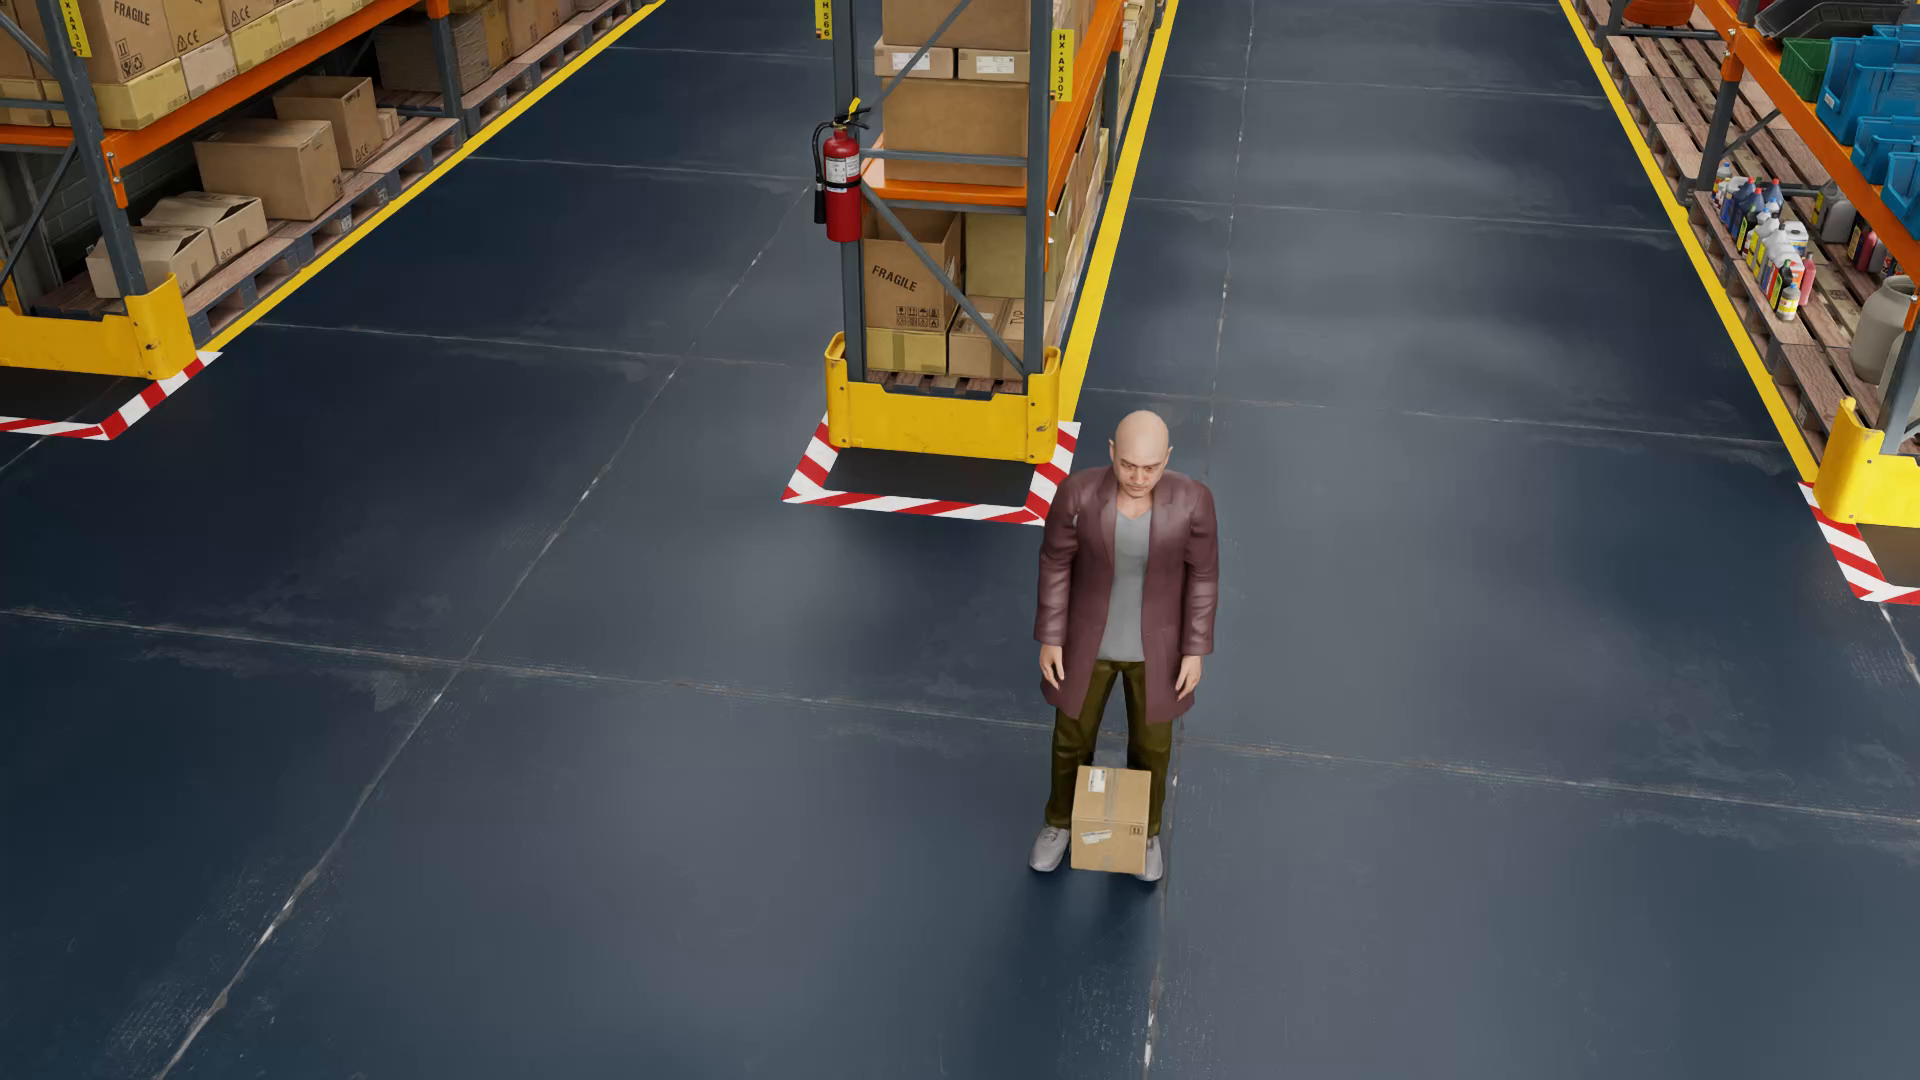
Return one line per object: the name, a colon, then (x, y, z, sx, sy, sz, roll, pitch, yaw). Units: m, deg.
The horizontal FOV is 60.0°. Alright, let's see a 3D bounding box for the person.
person: (0.548, 0.353, 5.584, 0.601, 1.775, 0.425, 4, 32, 7)
